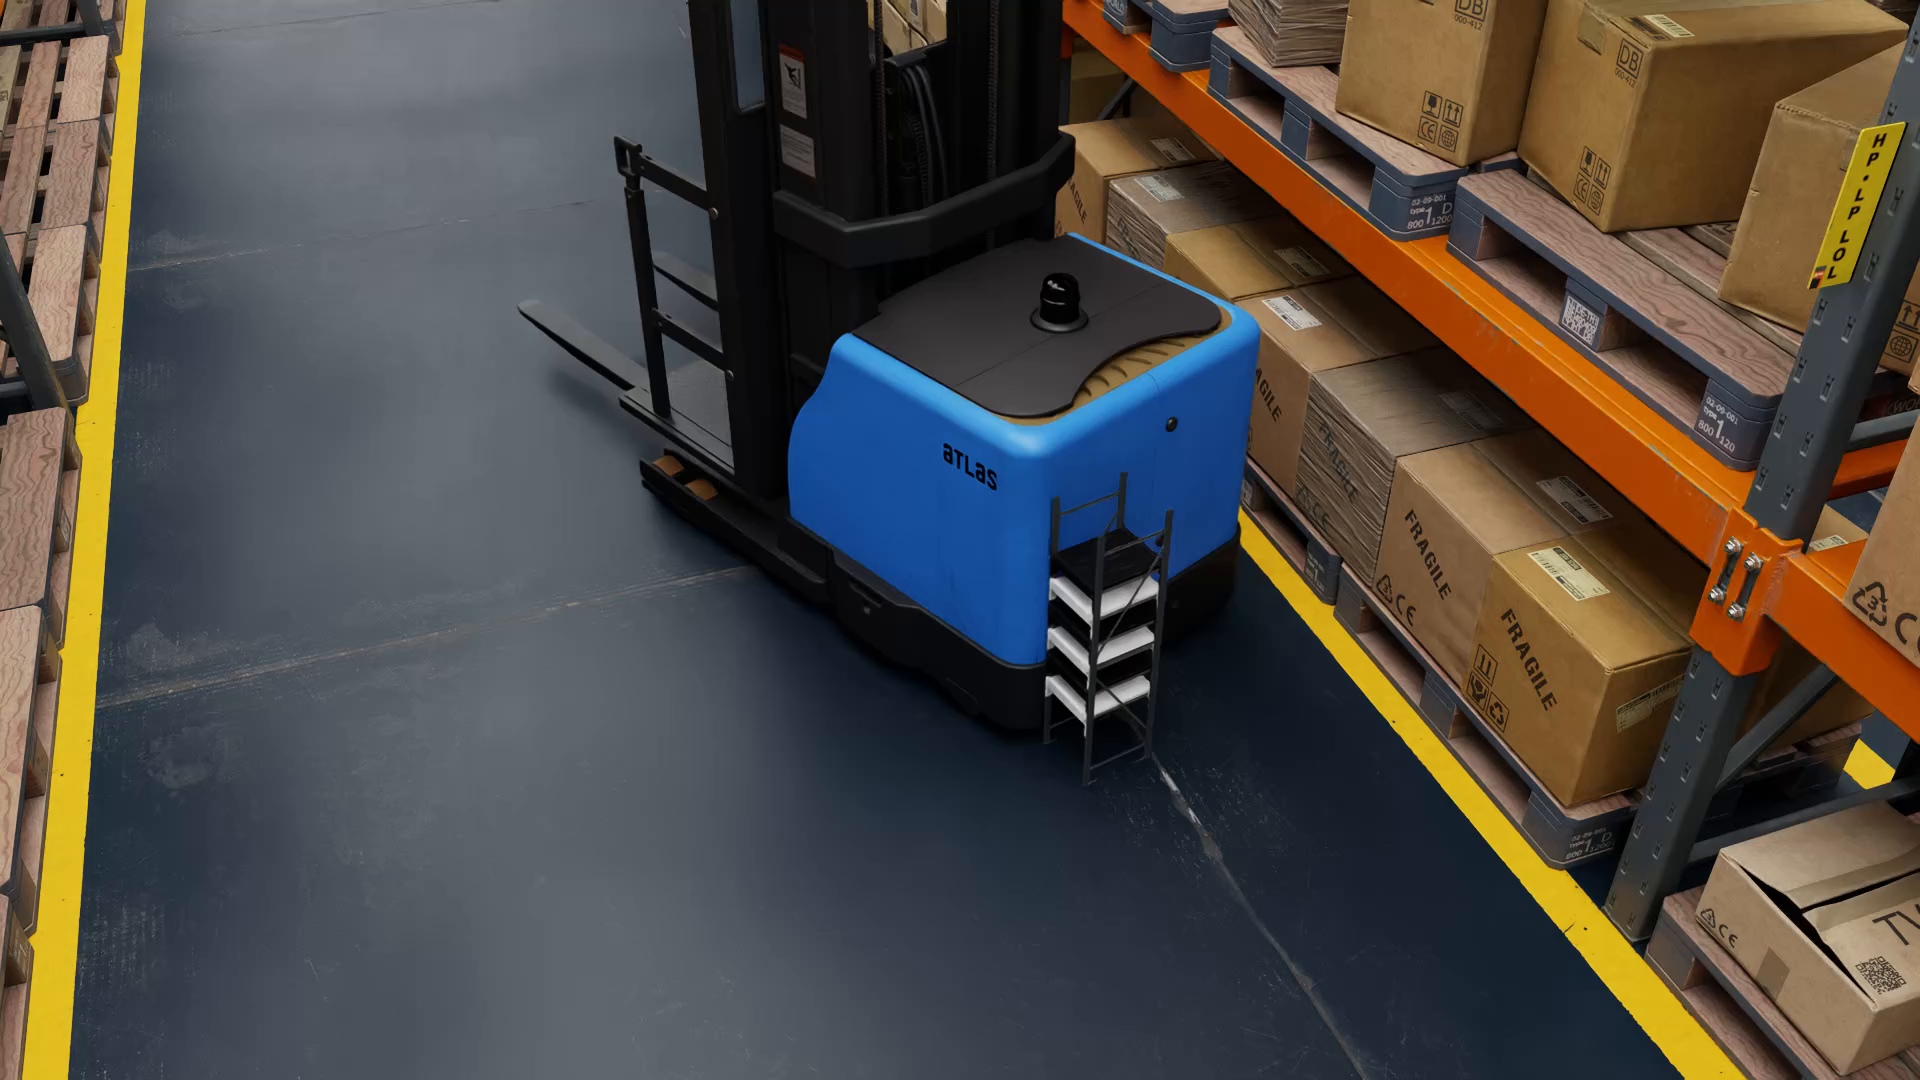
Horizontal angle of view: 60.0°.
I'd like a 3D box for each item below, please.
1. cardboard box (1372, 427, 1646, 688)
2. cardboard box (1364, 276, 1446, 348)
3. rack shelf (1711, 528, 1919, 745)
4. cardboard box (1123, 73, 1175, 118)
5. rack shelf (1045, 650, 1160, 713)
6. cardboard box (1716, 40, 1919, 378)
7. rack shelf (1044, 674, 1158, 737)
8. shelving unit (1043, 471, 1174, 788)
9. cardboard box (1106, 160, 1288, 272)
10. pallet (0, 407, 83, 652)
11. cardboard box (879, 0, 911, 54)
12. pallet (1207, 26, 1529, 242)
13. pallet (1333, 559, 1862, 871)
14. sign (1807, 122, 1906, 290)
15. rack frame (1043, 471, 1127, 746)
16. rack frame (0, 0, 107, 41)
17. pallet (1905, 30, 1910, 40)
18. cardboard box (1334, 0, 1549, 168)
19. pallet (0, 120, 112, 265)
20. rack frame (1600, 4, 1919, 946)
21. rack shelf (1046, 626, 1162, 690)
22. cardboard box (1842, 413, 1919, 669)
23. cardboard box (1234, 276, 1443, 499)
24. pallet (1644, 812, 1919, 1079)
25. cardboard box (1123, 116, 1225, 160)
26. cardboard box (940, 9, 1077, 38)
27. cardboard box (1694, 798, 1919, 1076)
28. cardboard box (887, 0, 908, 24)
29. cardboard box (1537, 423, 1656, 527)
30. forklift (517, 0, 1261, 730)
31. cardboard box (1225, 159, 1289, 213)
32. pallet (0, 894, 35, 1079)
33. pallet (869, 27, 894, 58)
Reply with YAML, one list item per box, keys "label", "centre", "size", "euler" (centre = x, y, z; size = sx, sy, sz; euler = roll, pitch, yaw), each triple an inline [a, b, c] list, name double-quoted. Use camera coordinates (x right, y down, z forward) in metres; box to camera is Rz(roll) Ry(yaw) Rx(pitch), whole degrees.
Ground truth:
- label: "cardboard box"
  centre: [1.599, 0.045, 4.909]
  size: [0.500, 0.500, 0.500]
  euler: [-12, 39, -16]
- label: "cardboard box"
  centre: [1.730, -0.647, 5.828]
  size: [0.500, 0.500, 0.500]
  euler: [-14, 39, -18]
- label: "rack shelf"
  centre: [2.889, 1.140, 2.341]
  size: [1.077, 0.370, 4.000]
  euler: [-12, 39, -16]
- label: "cardboard box"
  centre: [0.919, -2.187, 7.631]
  size: [0.500, 0.311, 0.500]
  euler: [-11, 38, -14]
- label: "rack shelf"
  centre: [0.403, 0.363, 4.725]
  size: [0.258, 0.077, 0.200]
  euler: [-20, 42, -25]
- label: "cardboard box"
  centre: [2.247, -0.799, 3.885]
  size: [0.700, 0.500, 0.500]
  euler: [-26, 44, -31]
- label: "rack shelf"
  centre: [0.403, 0.435, 4.780]
  size: [0.258, 0.077, 0.200]
  euler: [-20, 42, -25]
- label: "shelving unit"
  centre: [0.403, 0.264, 4.651]
  size: [0.258, 0.900, 0.210]
  euler: [-20, 42, -25]
- label: "cardboard box"
  centre: [0.898, -1.103, 6.434]
  size: [0.500, 0.500, 0.500]
  euler: [-14, 39, -18]
- label: "pallet"
  centre: [-3.518, 0.037, 5.525]
  size: [1.003, 0.211, 1.213]
  euler: [-12, 39, -16]
- label: "cardboard box"
  centre: [-0.117, -2.718, 8.802]
  size: [0.500, 0.250, 0.500]
  euler: [-12, 39, -15]
- label: "pallet"
  centre: [1.497, -1.363, 5.225]
  size: [1.003, 0.211, 1.213]
  euler: [-12, 39, -16]
- label: "pallet"
  centre: [1.885, 0.385, 5.064]
  size: [1.003, 0.211, 1.213]
  euler: [-12, 39, -16]
- label: "sign"
  centre: [1.680, -0.623, 3.121]
  size: [0.100, 0.325, 0.005]
  euler: [-12, 39, -16]
- label: "rack frame"
  centre: [0.350, 0.212, 4.720]
  size: [0.240, 0.900, 0.006]
  euler: [-20, 42, -25]
- label: "rack frame"
  centre: [-5.205, -3.773, 8.266]
  size: [1.000, 3.000, 0.127]
  euler: [-12, 39, -16]
- label: "pallet"
  centre: [5.206, -2.893, 9.415]
  size: [1.003, 0.211, 1.213]
  euler: [-12, 39, -16]
- label: "cardboard box"
  centre: [1.534, -1.470, 4.777]
  size: [0.700, 0.500, 0.500]
  euler: [-23, 43, -27]
- label: "pallet"
  centre: [-4.474, -1.533, 7.610]
  size: [1.003, 0.211, 1.213]
  euler: [-12, 39, -16]
- label: "rack frame"
  centre: [2.200, -0.277, 3.625]
  size: [1.000, 3.000, 0.127]
  euler: [-12, 39, -16]
- label: "rack shelf"
  centre: [0.403, 0.291, 4.671]
  size: [0.258, 0.077, 0.200]
  euler: [-20, 42, -25]
- label: "cardboard box"
  centre: [2.120, 0.027, 3.138]
  size: [0.500, 0.500, 0.500]
  euler: [-11, 38, -15]
- label: "cardboard box"
  centre: [1.250, -0.525, 5.666]
  size: [0.500, 0.500, 0.500]
  euler: [-14, 39, -17]
- label: "pallet"
  centre: [2.436, 1.225, 3.949]
  size: [1.003, 0.211, 1.213]
  euler: [-12, 39, -16]
- label: "cardboard box"
  centre: [0.919, -1.963, 7.799]
  size: [0.500, 0.250, 0.500]
  euler: [-13, 39, -16]
- label: "cardboard box"
  centre: [0.227, -2.367, 7.870]
  size: [0.500, 0.311, 0.500]
  euler: [-13, 39, -17]
- label: "cardboard box"
  centre: [2.142, 0.903, 3.927]
  size: [0.500, 0.311, 0.500]
  euler: [-12, 39, -16]
- label: "cardboard box"
  centre: [-0.114, -2.937, 8.626]
  size: [0.500, 0.311, 0.500]
  euler: [-11, 38, -15]
- label: "cardboard box"
  centre: [2.069, -0.077, 5.071]
  size: [0.500, 0.500, 0.500]
  euler: [-12, 39, -15]
- label: "forklift"
  centre: [-0.484, -1.407, 5.182]
  size: [1.130, 2.935, 3.031]
  euler: [-30, 46, -33]
- label: "cardboard box"
  centre: [1.366, -1.234, 6.608]
  size: [0.500, 0.500, 0.500]
  euler: [-11, 38, -14]
- label: "pallet"
  centre: [-2.678, 1.415, 3.695]
  size: [1.003, 0.211, 1.213]
  euler: [-12, 39, -16]
- label: "pallet"
  centre: [0.161, -2.584, 9.005]
  size: [1.003, 0.211, 1.213]
  euler: [-12, 39, -16]
